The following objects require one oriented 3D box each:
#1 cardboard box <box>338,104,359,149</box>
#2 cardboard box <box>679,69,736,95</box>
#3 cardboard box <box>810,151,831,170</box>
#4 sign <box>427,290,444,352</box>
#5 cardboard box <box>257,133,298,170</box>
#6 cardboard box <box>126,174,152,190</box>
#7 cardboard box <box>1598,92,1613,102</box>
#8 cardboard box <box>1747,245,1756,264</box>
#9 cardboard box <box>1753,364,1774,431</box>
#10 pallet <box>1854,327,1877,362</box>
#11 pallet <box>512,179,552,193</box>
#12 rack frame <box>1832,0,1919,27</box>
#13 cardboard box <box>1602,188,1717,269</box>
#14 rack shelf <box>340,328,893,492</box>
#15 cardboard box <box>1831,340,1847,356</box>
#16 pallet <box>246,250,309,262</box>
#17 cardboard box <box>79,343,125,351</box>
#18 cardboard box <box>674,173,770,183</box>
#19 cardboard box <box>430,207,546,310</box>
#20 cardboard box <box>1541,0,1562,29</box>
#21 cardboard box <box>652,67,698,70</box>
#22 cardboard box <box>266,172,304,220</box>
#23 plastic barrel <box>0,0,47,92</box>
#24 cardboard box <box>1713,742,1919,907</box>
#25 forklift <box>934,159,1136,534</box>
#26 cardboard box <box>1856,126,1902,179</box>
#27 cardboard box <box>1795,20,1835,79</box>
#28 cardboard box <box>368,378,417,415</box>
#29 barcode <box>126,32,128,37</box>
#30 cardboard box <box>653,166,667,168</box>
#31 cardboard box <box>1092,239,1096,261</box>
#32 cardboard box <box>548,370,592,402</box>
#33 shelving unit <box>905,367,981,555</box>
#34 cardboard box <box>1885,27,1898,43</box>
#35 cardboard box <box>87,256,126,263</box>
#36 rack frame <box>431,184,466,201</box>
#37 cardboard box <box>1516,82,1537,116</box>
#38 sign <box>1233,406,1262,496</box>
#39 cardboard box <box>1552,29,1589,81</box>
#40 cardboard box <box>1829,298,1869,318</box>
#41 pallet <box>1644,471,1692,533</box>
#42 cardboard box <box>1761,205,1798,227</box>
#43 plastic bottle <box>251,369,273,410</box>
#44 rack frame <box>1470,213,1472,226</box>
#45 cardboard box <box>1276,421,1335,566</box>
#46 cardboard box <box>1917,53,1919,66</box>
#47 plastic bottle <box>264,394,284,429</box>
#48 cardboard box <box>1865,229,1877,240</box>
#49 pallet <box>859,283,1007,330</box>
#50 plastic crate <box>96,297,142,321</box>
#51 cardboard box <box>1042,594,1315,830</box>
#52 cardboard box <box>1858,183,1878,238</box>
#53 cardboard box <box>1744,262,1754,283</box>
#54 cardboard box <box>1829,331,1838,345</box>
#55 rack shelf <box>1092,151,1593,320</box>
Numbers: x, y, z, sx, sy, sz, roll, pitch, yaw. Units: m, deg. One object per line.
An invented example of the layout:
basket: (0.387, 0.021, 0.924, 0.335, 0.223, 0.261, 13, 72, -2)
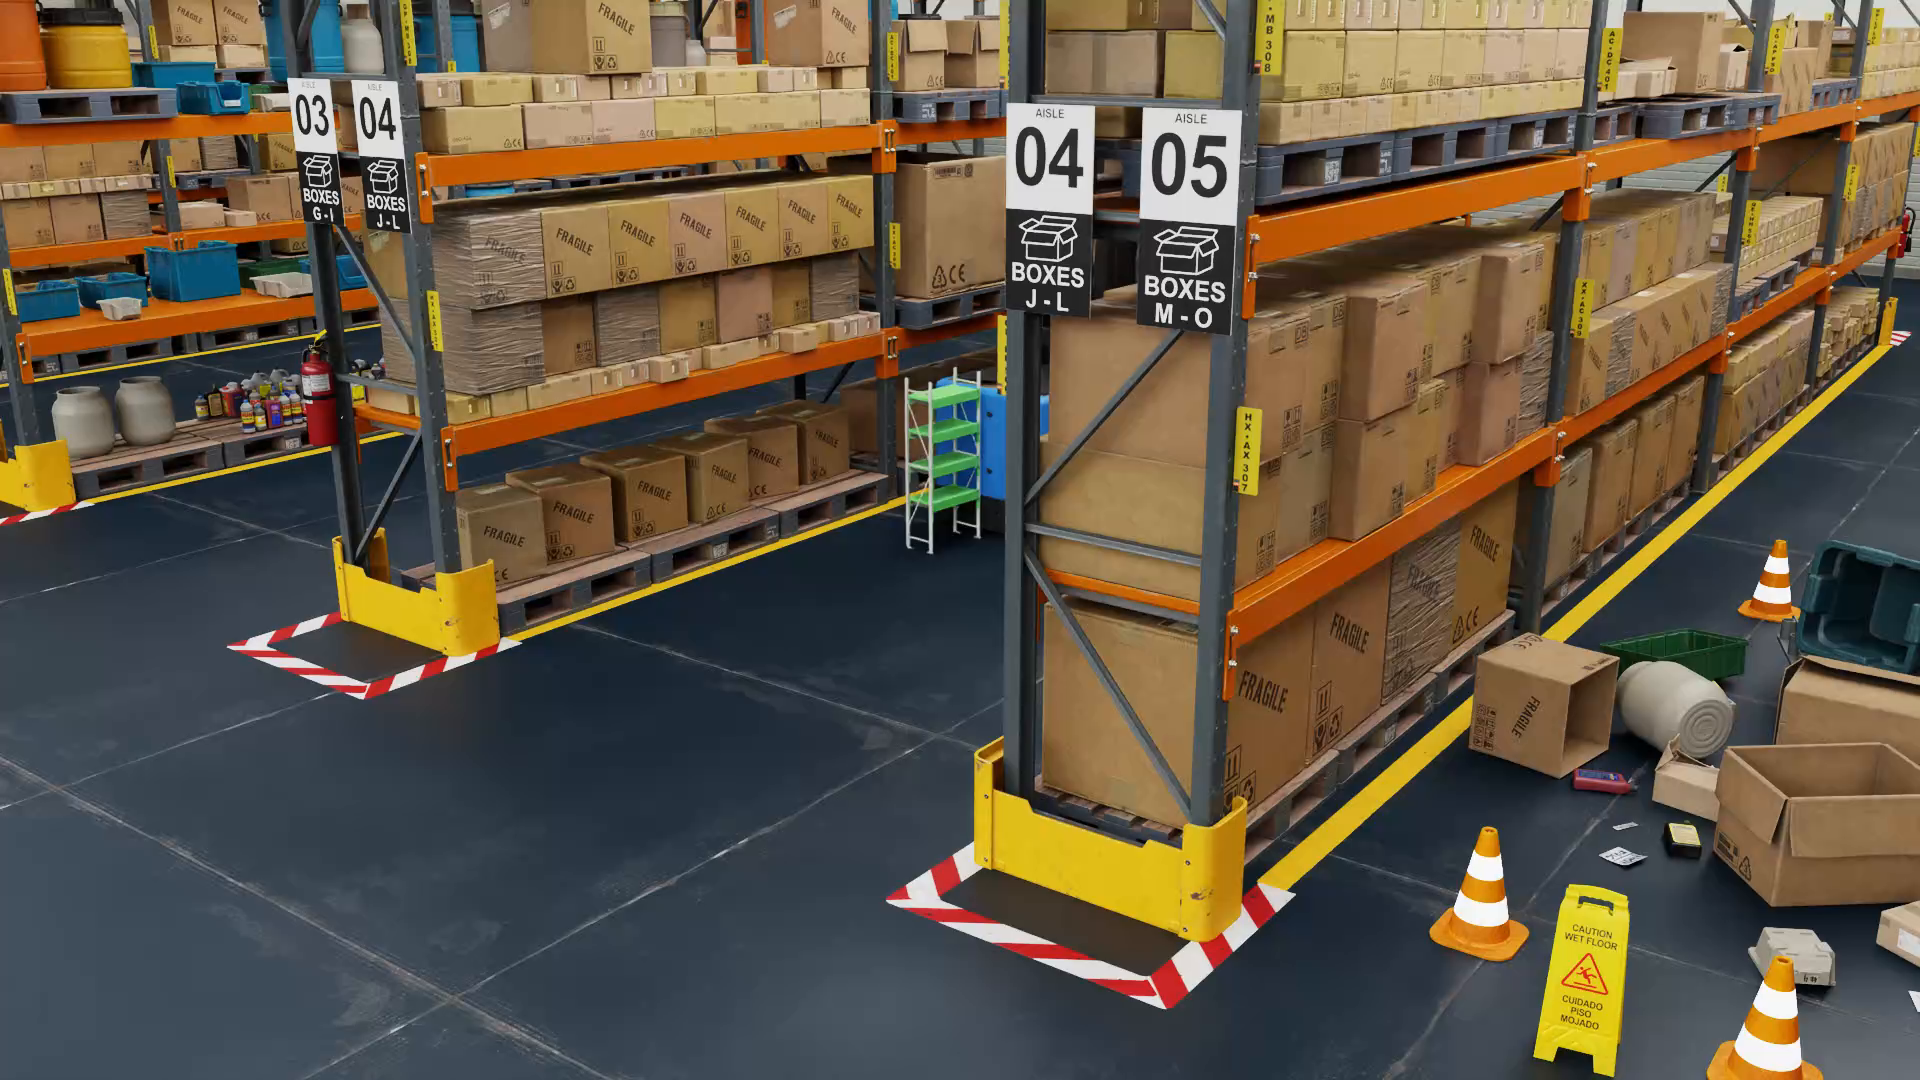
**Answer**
cardboard box: (-3.219, -2.398, 9.603, 0.500, 0.250, 0.500, 13, 21, 36)
cardboard box: (-1.661, -2.938, 10.670, 0.380, 0.149, 0.250, 14, 22, 37)
cardboard box: (-2.379, -6.091, 26.130, 0.500, 0.500, 0.500, 13, 21, 35)
sign: (-2.866, -1.195, 9.075, 0.100, 0.325, 0.005, 12, 21, 35)
cardboard box: (-9.975, -5.679, 24.268, 0.500, 0.500, 0.500, 13, 22, 36)
cardboard box: (-8.862, -3.837, 17.778, 0.380, 0.149, 0.250, 12, 21, 35)
cardboard box: (3.565, -2.646, 9.499, 0.258, 0.266, 0.396, 12, 21, 34)
cardboard box: (6.153, -2.314, 13.351, 0.380, 0.149, 0.250, 12, 21, 33)
cardboard box: (6.613, -1.256, 14.237, 0.500, 0.500, 0.500, 12, 21, 33)
pallet: (9.597, -2.251, 18.636, 1.003, 0.211, 1.213, 12, 21, 35)
pallet: (-6.141, -4.617, 21.876, 1.213, 0.211, 1.003, 12, 21, 35)
rack frame: (10.154, -6.653, 17.994, 1.000, 3.000, 0.127, 12, 21, 35)
cardboard box: (5.112, -2.302, 12.246, 0.700, 0.500, 0.500, 12, 21, 34)
rack shelf: (-2.110, -1.010, 11.152, 1.077, 0.370, 4.000, 12, 21, 35)
cardboard box: (8.987, -2.020, 17.291, 0.380, 0.149, 0.250, 12, 21, 33)
pallet: (-9.939, -4.252, 25.079, 1.003, 0.211, 1.213, 12, 21, 35)
cardboard box: (-9.279, -2.203, 17.707, 0.500, 0.250, 0.500, 12, 21, 35)
cardboard box: (-1.688, -2.316, 11.787, 0.500, 0.500, 0.500, 12, 21, 35)
cardboard box: (-2.755, -1.628, 9.571, 0.500, 0.500, 0.500, 12, 21, 35)
cardboard box: (2.742, -2.608, 8.229, 0.380, 0.149, 0.250, 12, 21, 35)
cardboard box: (-1.983, -3.108, 11.218, 0.380, 0.149, 0.250, 12, 21, 34)
cardboard box: (-7.789, -4.054, 19.572, 0.500, 0.500, 0.500, 12, 21, 35)
plastic barrel: (-7.092, -3.729, 12.204, 0.600, 0.830, 0.708, 12, 21, 35)
cardboard box: (3.670, 1.200, 7.031, 0.797, 0.503, 0.637, -1, 17, -3)
forklift: (1.173, -1.745, 12.420, 1.130, 2.935, 3.031, 15, 23, 40)
cardboard box: (9.477, -4.056, 17.391, 0.500, 0.500, 0.500, 14, 22, 37)
cardboard box: (7.457, -4.445, 15.065, 0.700, 0.500, 0.500, 12, 21, 35)
cardboard box: (-3.298, -0.862, 9.885, 0.380, 0.149, 0.250, 12, 21, 35)
barcode: (-11.541, -6.994, 23.004, 0.001, 0.075, 0.075, 12, 21, 35)
cardboard box: (-4.568, -5.662, 24.042, 0.700, 0.500, 0.500, 5, 18, 16)
cardboard box: (0.923, -2.745, 14.648, 0.500, 0.500, 0.700, -16, 24, -42)
cardboard box: (-2.483, -0.960, 10.199, 0.380, 0.149, 0.250, 12, 21, 35)
shelving unit: (-0.115, -0.552, 11.498, 0.258, 1.200, 0.503, 15, 23, 40)
cardboard box: (8.961, -4.956, 16.326, 0.380, 0.149, 0.250, 14, 22, 37)
cardboard box: (-11.824, -3.897, 22.708, 0.700, 0.500, 0.500, 13, 21, 35)
rack frame: (-4.896, -2.705, 15.398, 1.000, 3.000, 0.127, 12, 21, 35)
cardboard box: (2.589, -2.165, 8.145, 0.380, 0.149, 0.250, 13, 21, 35)
sign: (1.063, -0.329, 6.151, 0.100, 0.325, 0.005, 12, 21, 35)
cardboard box: (2.917, -2.518, 8.612, 0.500, 0.250, 0.500, 12, 21, 34)
cardboard box: (9.474, -2.482, 17.774, 0.380, 0.149, 0.250, 13, 22, 37)
pallet: (4.858, -0.376, 12.599, 1.003, 0.211, 1.213, 12, 21, 35)
cardboard box: (7.068, -2.824, 14.492, 0.380, 0.149, 0.250, 12, 21, 33)
plastic bottle: (-6.187, -1.341, 14.729, 0.144, 0.351, 0.185, 13, 22, 37)
rack frame: (6.231, -4.688, 21.783, 1.000, 3.000, 0.127, 12, 21, 35)
cardboard box: (1.116, -0.280, 7.334, 0.875, 0.550, 0.550, 12, 21, 35)
cardboard box: (10.084, -5.233, 17.888, 0.500, 0.250, 0.500, 12, 21, 33)
plastic bottle: (-5.800, -1.093, 14.044, 0.061, 0.283, 0.133, 13, 21, 36)
cardboard box: (9.558, -3.303, 17.745, 0.380, 0.149, 0.250, 11, 21, 32)
pallet: (-0.347, -1.895, 13.111, 1.003, 0.211, 1.213, 12, 21, 35)
plastic crate: (-6.488, -1.783, 12.872, 0.298, 0.136, 0.250, 12, 21, 35)
cardboard box: (0.972, 0.664, 7.422, 0.875, 0.875, 0.875, 13, 21, 35)
cardboard box: (8.887, -3.331, 16.742, 0.500, 0.500, 0.500, 12, 21, 34)
cardboard box: (6.137, -2.162, 13.364, 0.380, 0.149, 0.250, 14, 22, 37)
cardboard box: (8.785, -2.112, 17.083, 0.380, 0.149, 0.250, 14, 22, 37)
rack shelf: (1.813, -1.542, 7.807, 1.077, 0.370, 4.000, 12, 21, 35)
